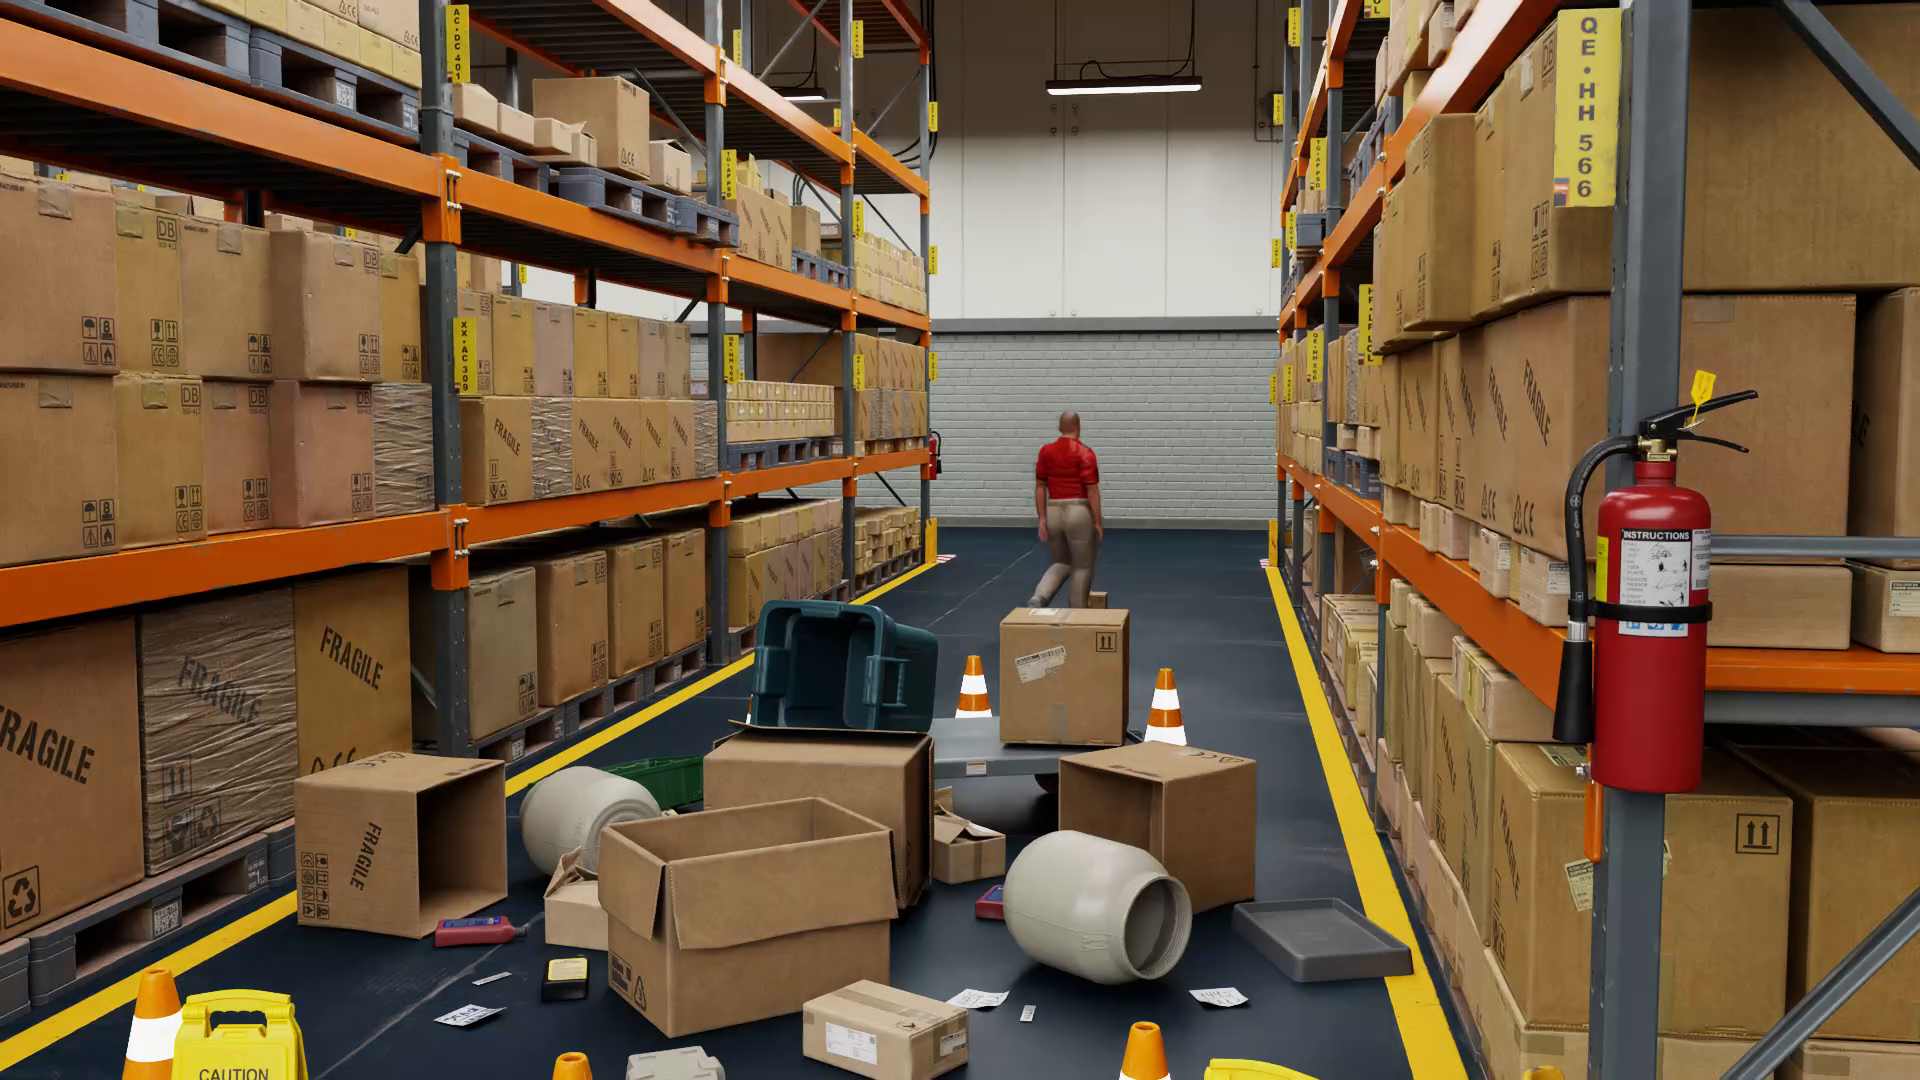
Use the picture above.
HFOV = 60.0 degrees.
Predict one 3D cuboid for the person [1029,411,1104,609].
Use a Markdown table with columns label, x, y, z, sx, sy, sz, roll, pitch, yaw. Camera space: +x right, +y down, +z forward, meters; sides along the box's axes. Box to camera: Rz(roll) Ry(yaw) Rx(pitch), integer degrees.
| label | x | y | z | sx | sy | sz | roll | pitch | yaw |
| --- | --- | --- | --- | --- | --- | --- | --- | --- | --- |
| person | 0.832 | -0.137 | 12.811 | 0.550 | 1.714 | 0.553 | 4 | 6 | 41 |
